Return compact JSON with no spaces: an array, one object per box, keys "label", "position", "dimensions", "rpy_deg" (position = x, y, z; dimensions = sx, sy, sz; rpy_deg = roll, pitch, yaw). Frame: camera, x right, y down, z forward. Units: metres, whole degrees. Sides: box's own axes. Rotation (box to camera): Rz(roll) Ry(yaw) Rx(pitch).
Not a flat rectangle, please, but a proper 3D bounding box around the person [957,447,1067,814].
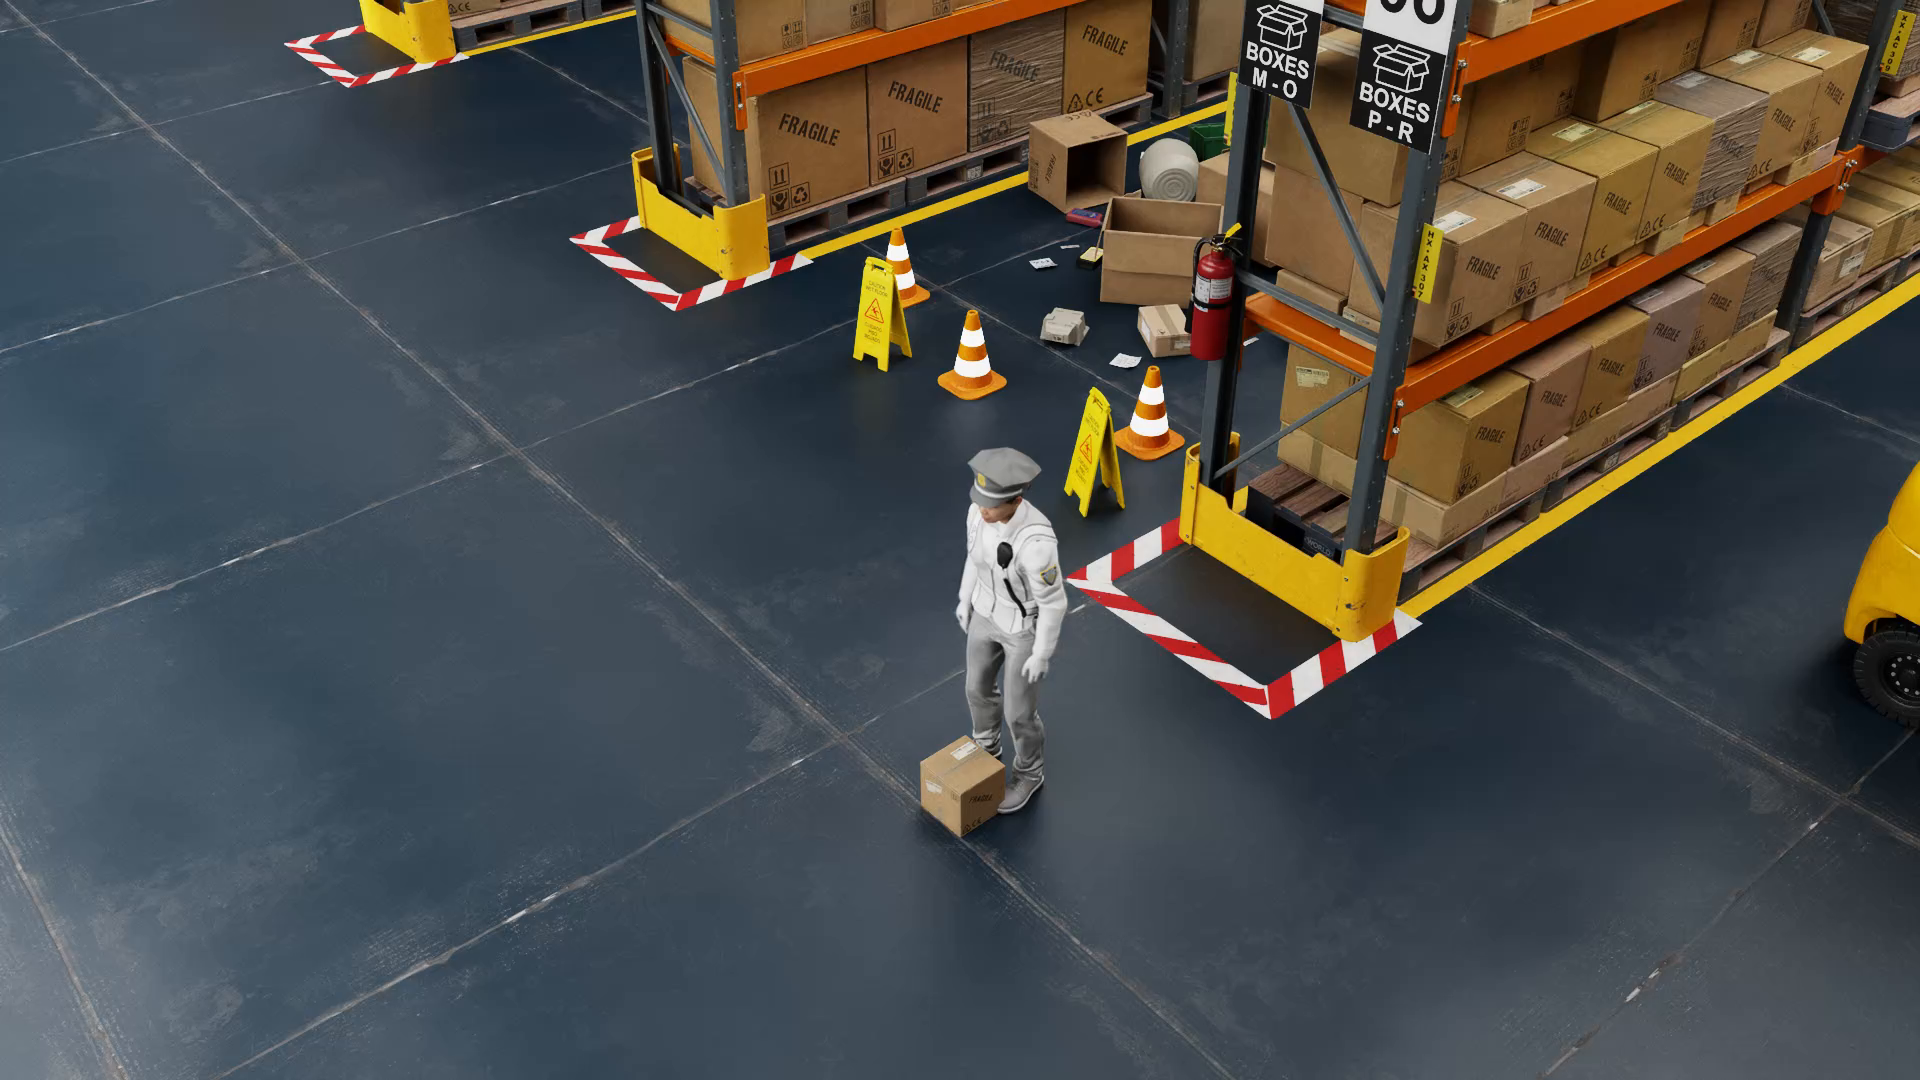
[{"label":"person","position":[0.187,0.349,6.597],"dimensions":[0.376,1.660,0.527],"rpy_deg":[-26,44,-31]}]
